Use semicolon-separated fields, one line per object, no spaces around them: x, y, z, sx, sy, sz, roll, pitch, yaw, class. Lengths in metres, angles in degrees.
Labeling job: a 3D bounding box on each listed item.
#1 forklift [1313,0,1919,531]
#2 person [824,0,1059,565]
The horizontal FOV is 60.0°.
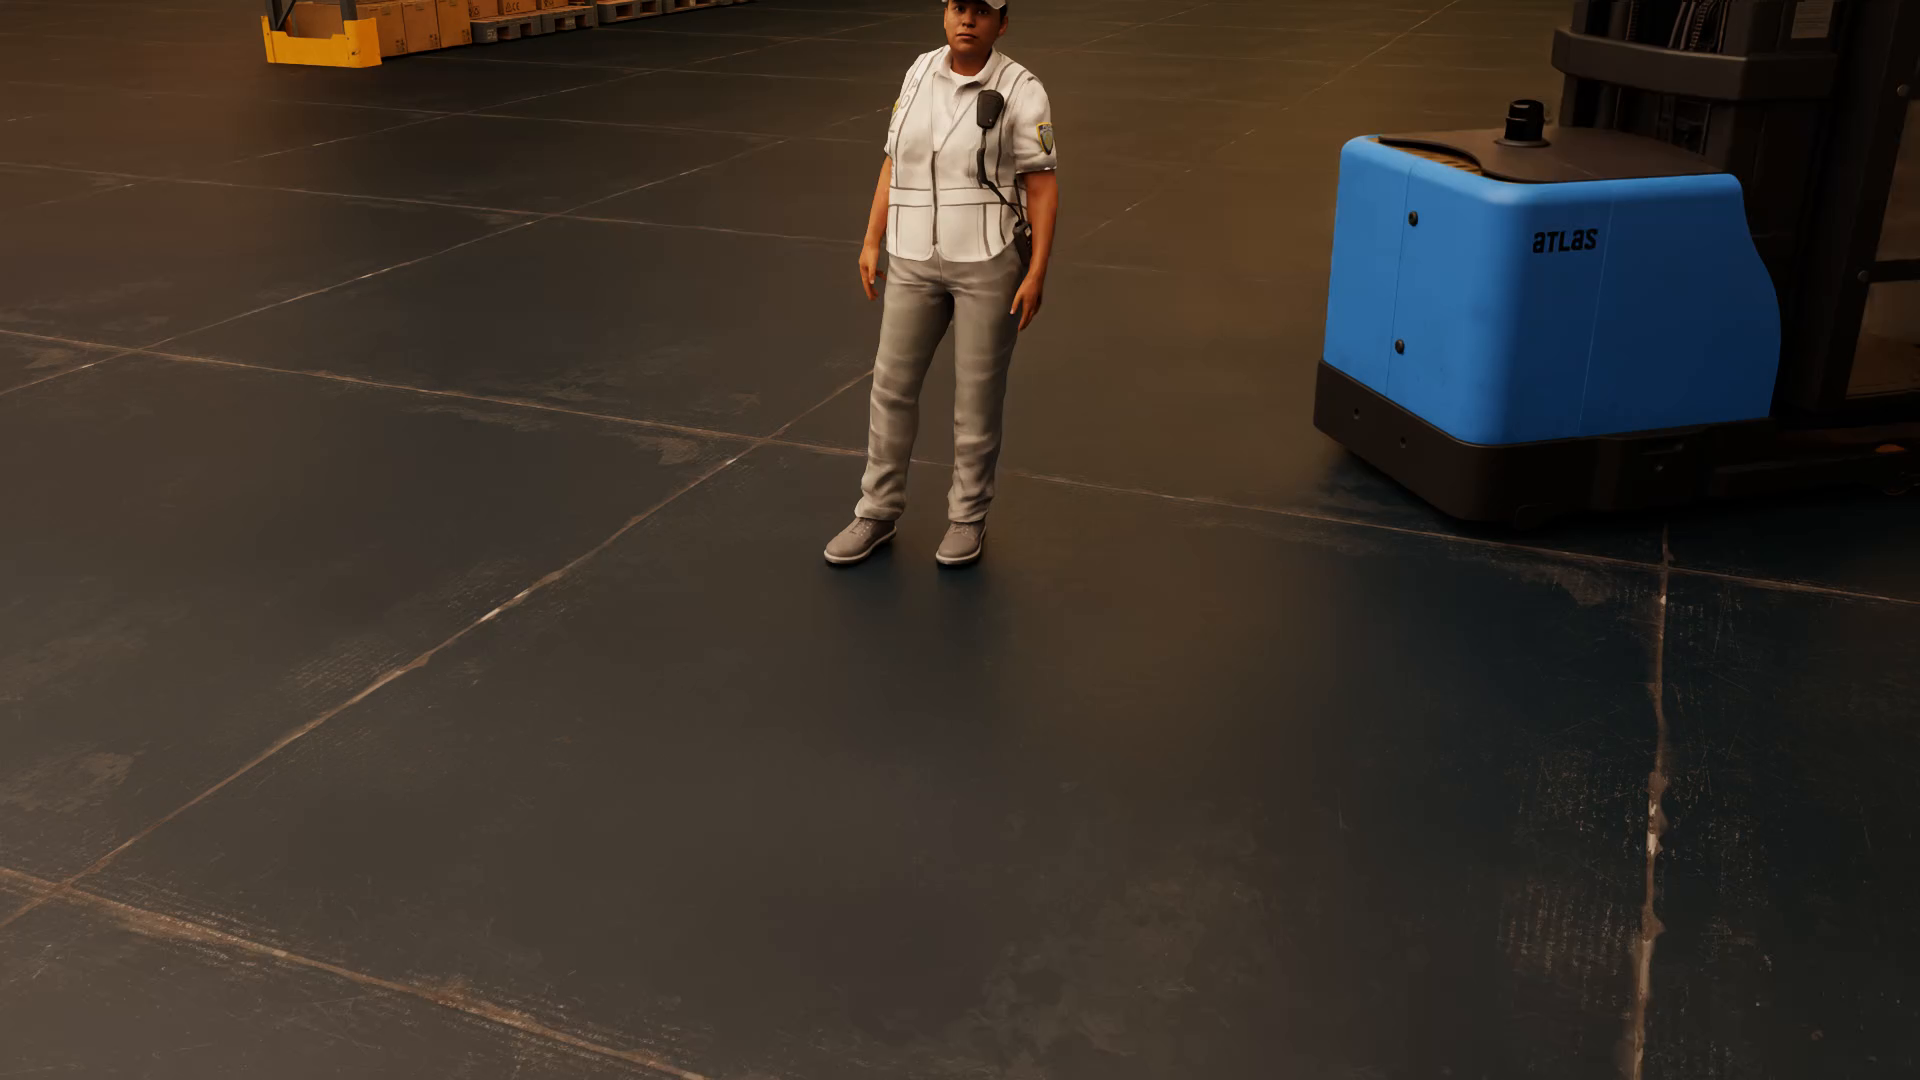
2.825;-1.686;5.327;3.031;2.935;1.130;-6;24;-15;forklift
-0.051;-0.751;4.712;0.598;1.670;0.529;9;24;21;person
